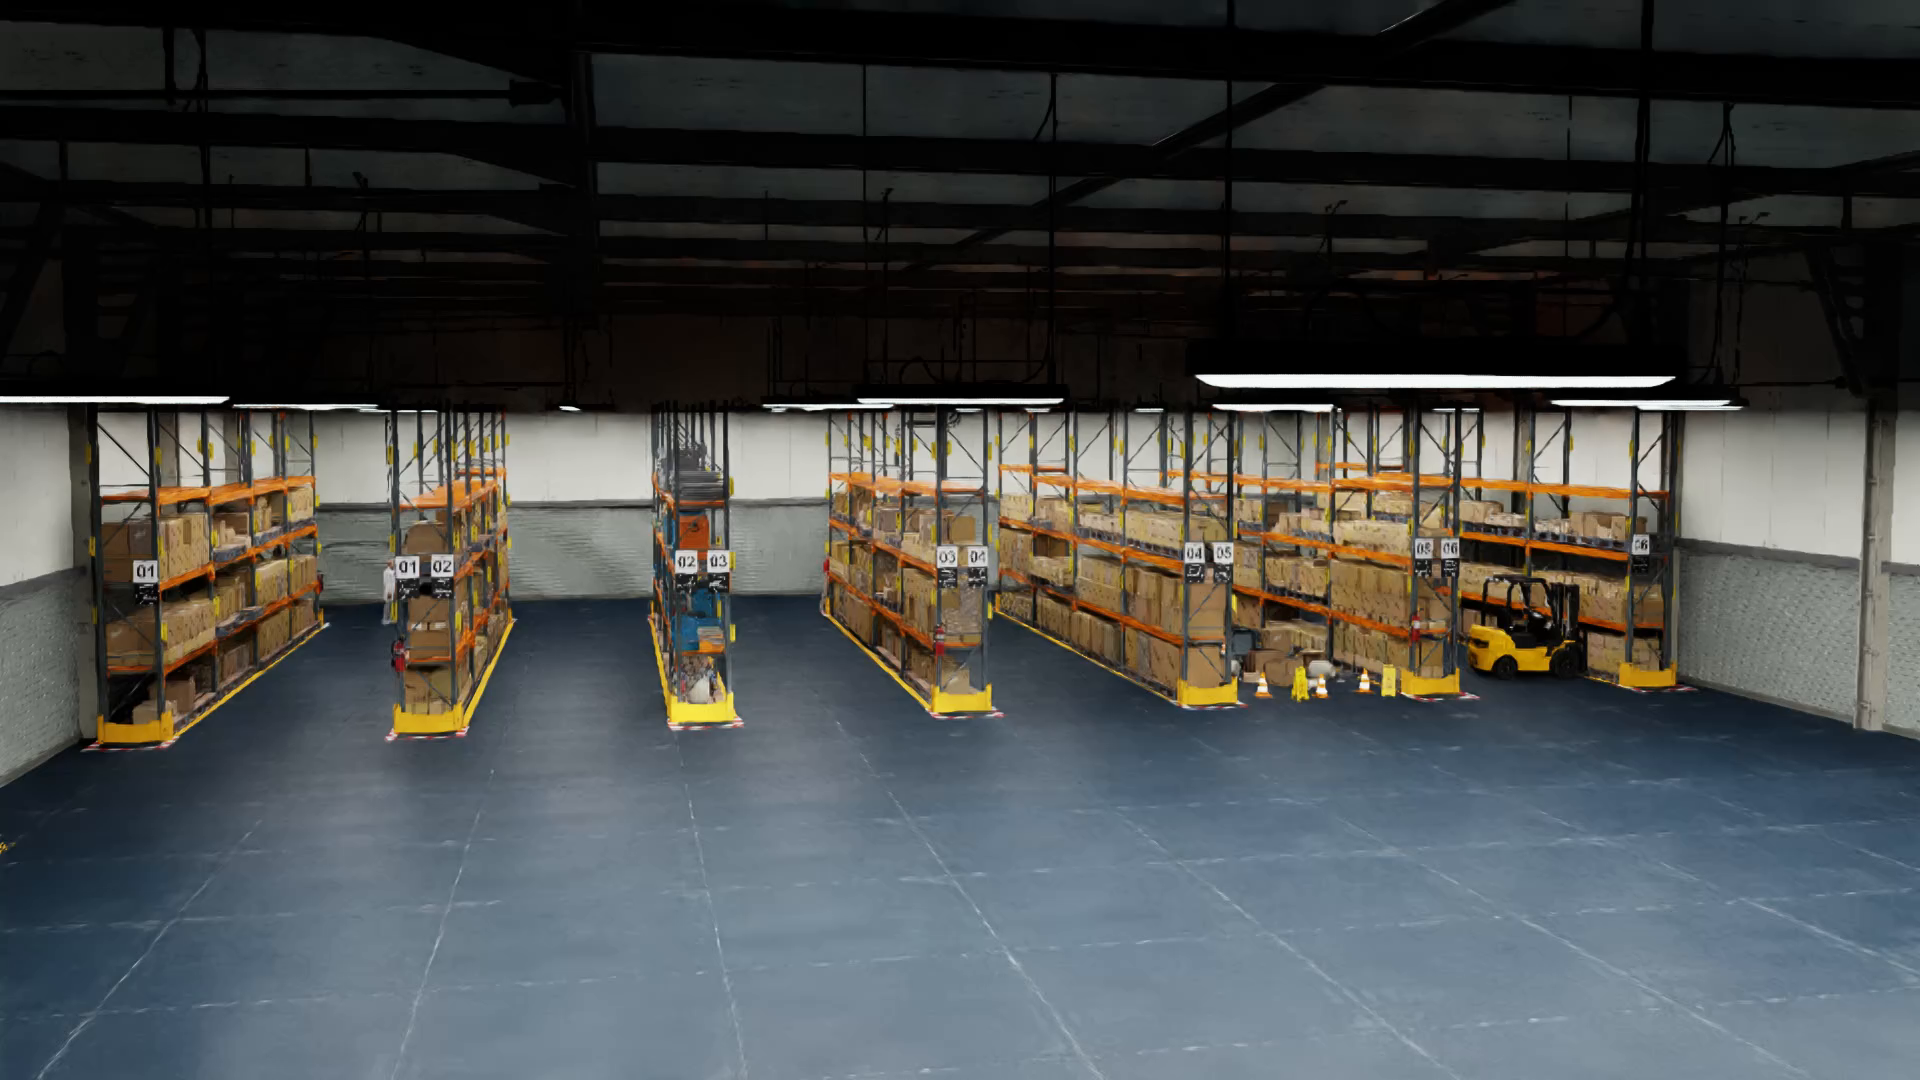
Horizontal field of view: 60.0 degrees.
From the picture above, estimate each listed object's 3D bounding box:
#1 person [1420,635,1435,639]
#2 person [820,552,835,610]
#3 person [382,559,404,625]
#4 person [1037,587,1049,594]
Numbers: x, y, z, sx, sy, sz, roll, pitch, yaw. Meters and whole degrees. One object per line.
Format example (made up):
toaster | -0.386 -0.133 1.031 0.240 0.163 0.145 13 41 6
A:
person | 10.642 2.032 37.903 0.445 1.657 0.577 -3 5 -38
person | -3.786 1.174 48.843 0.586 1.716 0.769 2 5 23
person | -15.521 1.397 45.376 0.456 1.783 0.665 0 4 7
person | 2.465 1.076 49.815 0.497 1.792 0.611 -2 5 -20
